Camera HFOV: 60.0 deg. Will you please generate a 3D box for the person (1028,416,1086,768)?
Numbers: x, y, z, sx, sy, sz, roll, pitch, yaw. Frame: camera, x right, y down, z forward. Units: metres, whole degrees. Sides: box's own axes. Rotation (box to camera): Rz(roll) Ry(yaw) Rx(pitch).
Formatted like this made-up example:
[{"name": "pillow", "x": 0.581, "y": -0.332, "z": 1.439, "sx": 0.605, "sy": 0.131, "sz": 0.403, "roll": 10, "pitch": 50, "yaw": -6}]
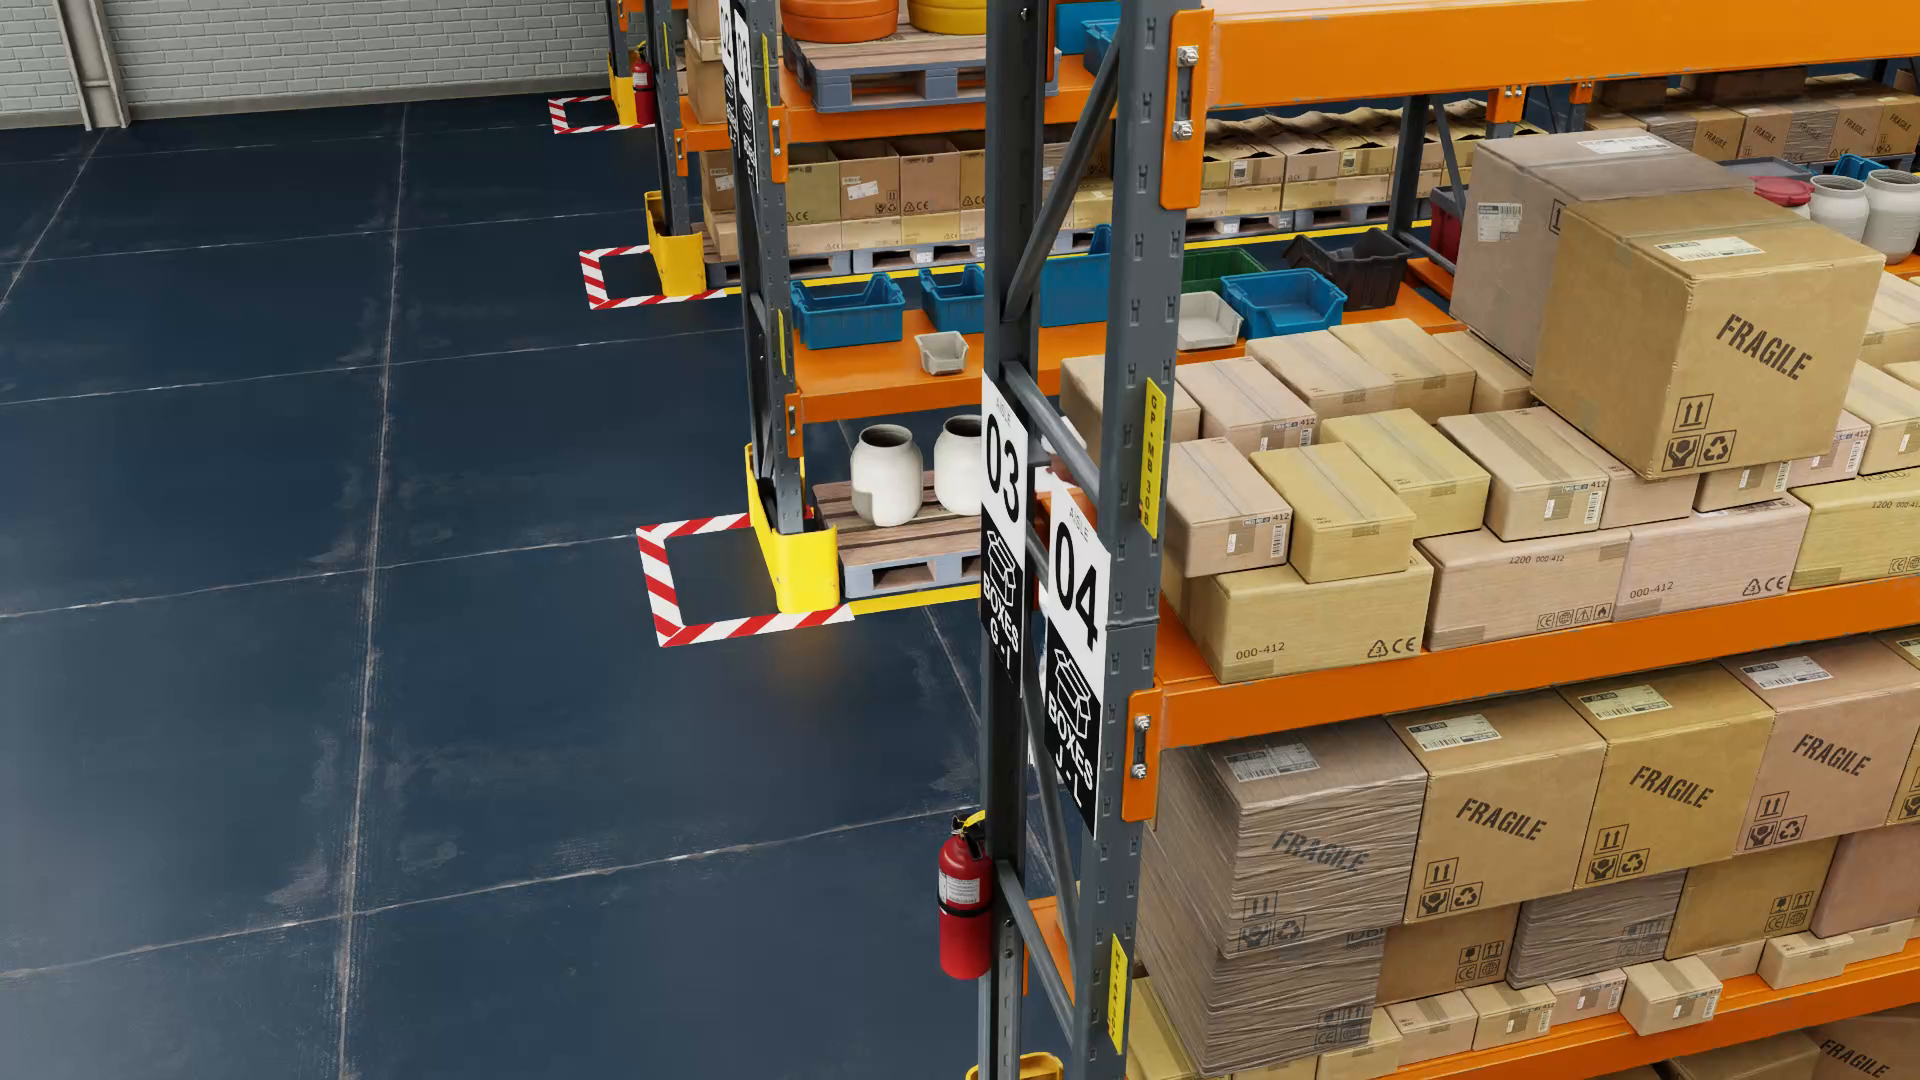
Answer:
[{"name": "person", "x": 0.489, "y": 0.232, "z": 7.850, "sx": 0.424, "sy": 1.787, "sz": 0.567, "roll": -7, "pitch": 31, "yaw": -13}]
